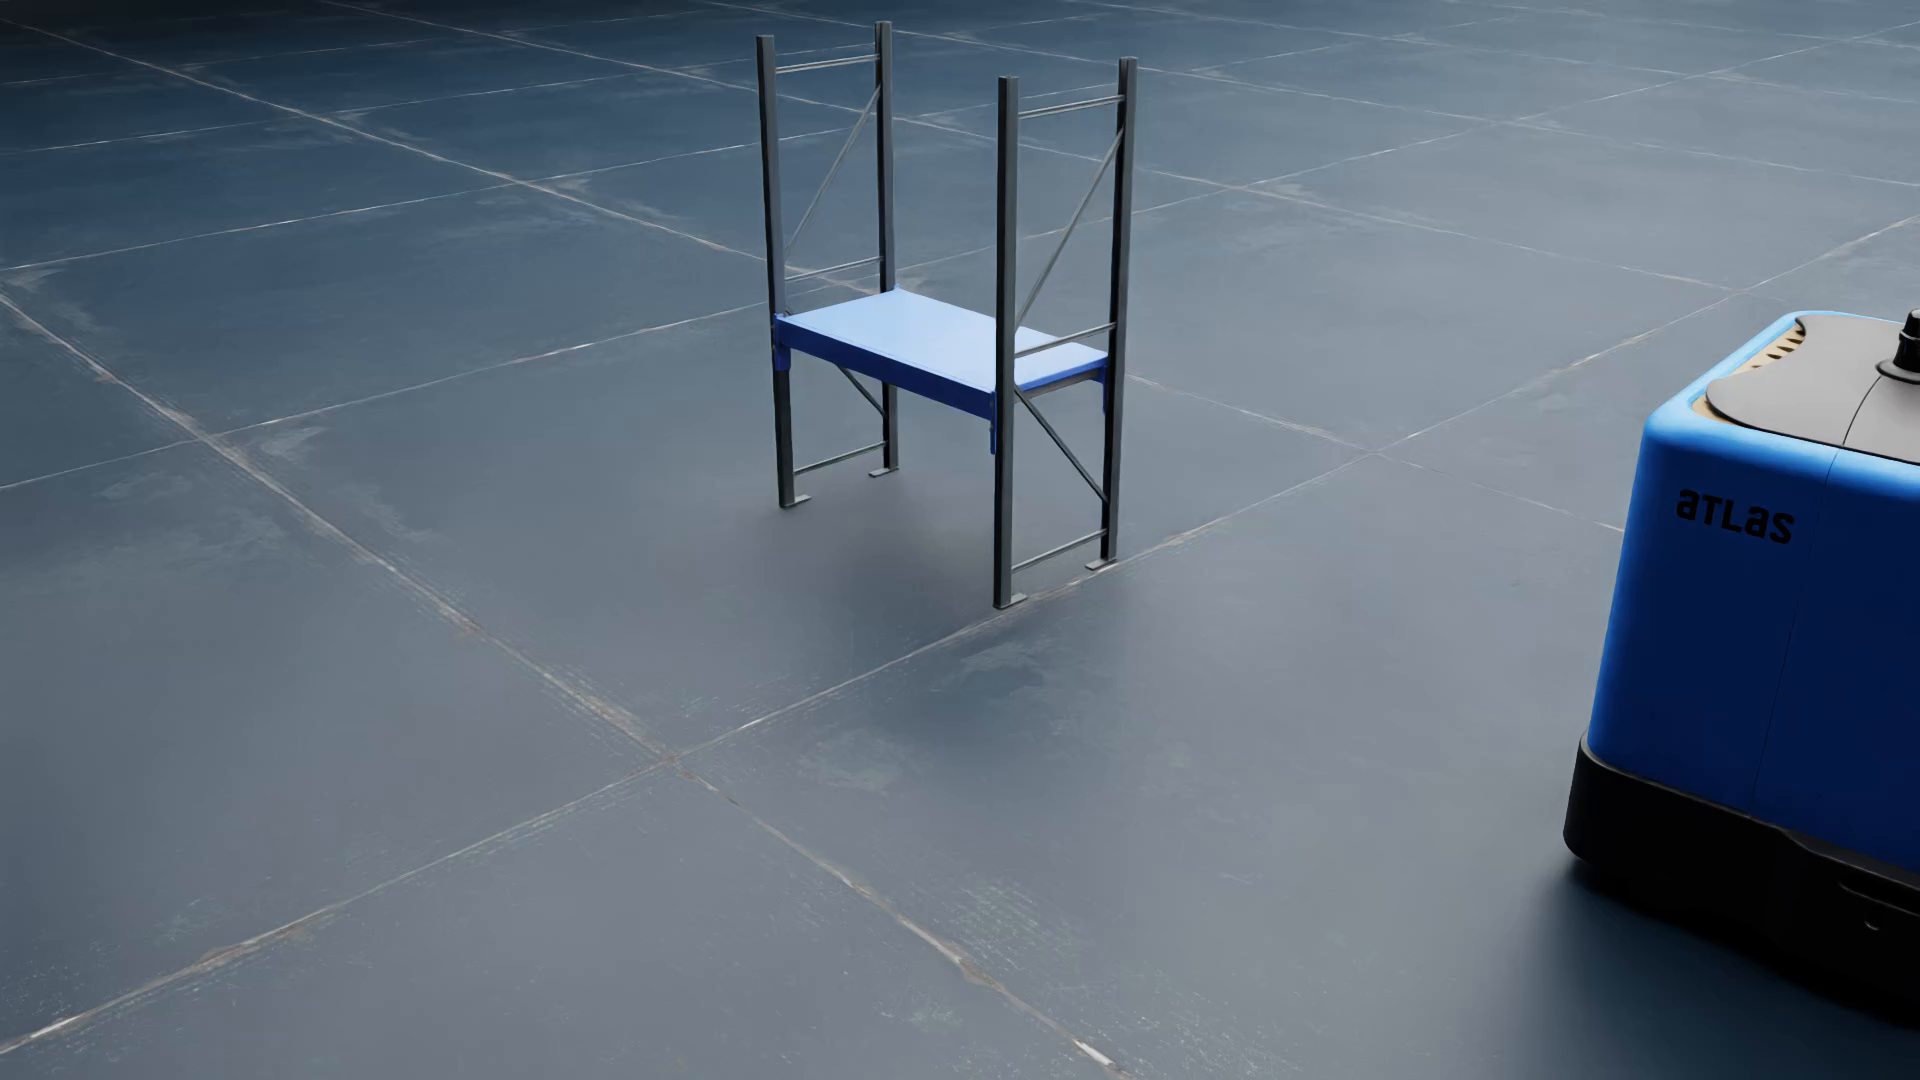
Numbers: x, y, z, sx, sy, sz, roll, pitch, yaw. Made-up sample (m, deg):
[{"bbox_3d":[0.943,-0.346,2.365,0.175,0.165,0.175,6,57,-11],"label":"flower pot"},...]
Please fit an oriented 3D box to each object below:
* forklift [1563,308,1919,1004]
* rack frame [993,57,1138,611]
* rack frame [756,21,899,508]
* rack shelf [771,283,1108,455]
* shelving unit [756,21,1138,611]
[{"bbox_3d":[2.770,-0.359,2.506,3.031,2.935,1.130,19,31,36],"label":"forklift"},{"bbox_3d":[0.289,-0.554,4.658,0.500,1.500,0.032,-21,32,-38],"label":"rack frame"},{"bbox_3d":[-0.406,-0.862,5.333,0.500,1.500,0.032,-21,32,-38],"label":"rack frame"},{"bbox_3d":[-0.058,-0.545,5.070,0.538,0.185,1.000,-21,32,-38],"label":"rack shelf"},{"bbox_3d":[-0.058,-0.708,4.995,0.538,1.500,1.048,-21,32,-38],"label":"shelving unit"}]
